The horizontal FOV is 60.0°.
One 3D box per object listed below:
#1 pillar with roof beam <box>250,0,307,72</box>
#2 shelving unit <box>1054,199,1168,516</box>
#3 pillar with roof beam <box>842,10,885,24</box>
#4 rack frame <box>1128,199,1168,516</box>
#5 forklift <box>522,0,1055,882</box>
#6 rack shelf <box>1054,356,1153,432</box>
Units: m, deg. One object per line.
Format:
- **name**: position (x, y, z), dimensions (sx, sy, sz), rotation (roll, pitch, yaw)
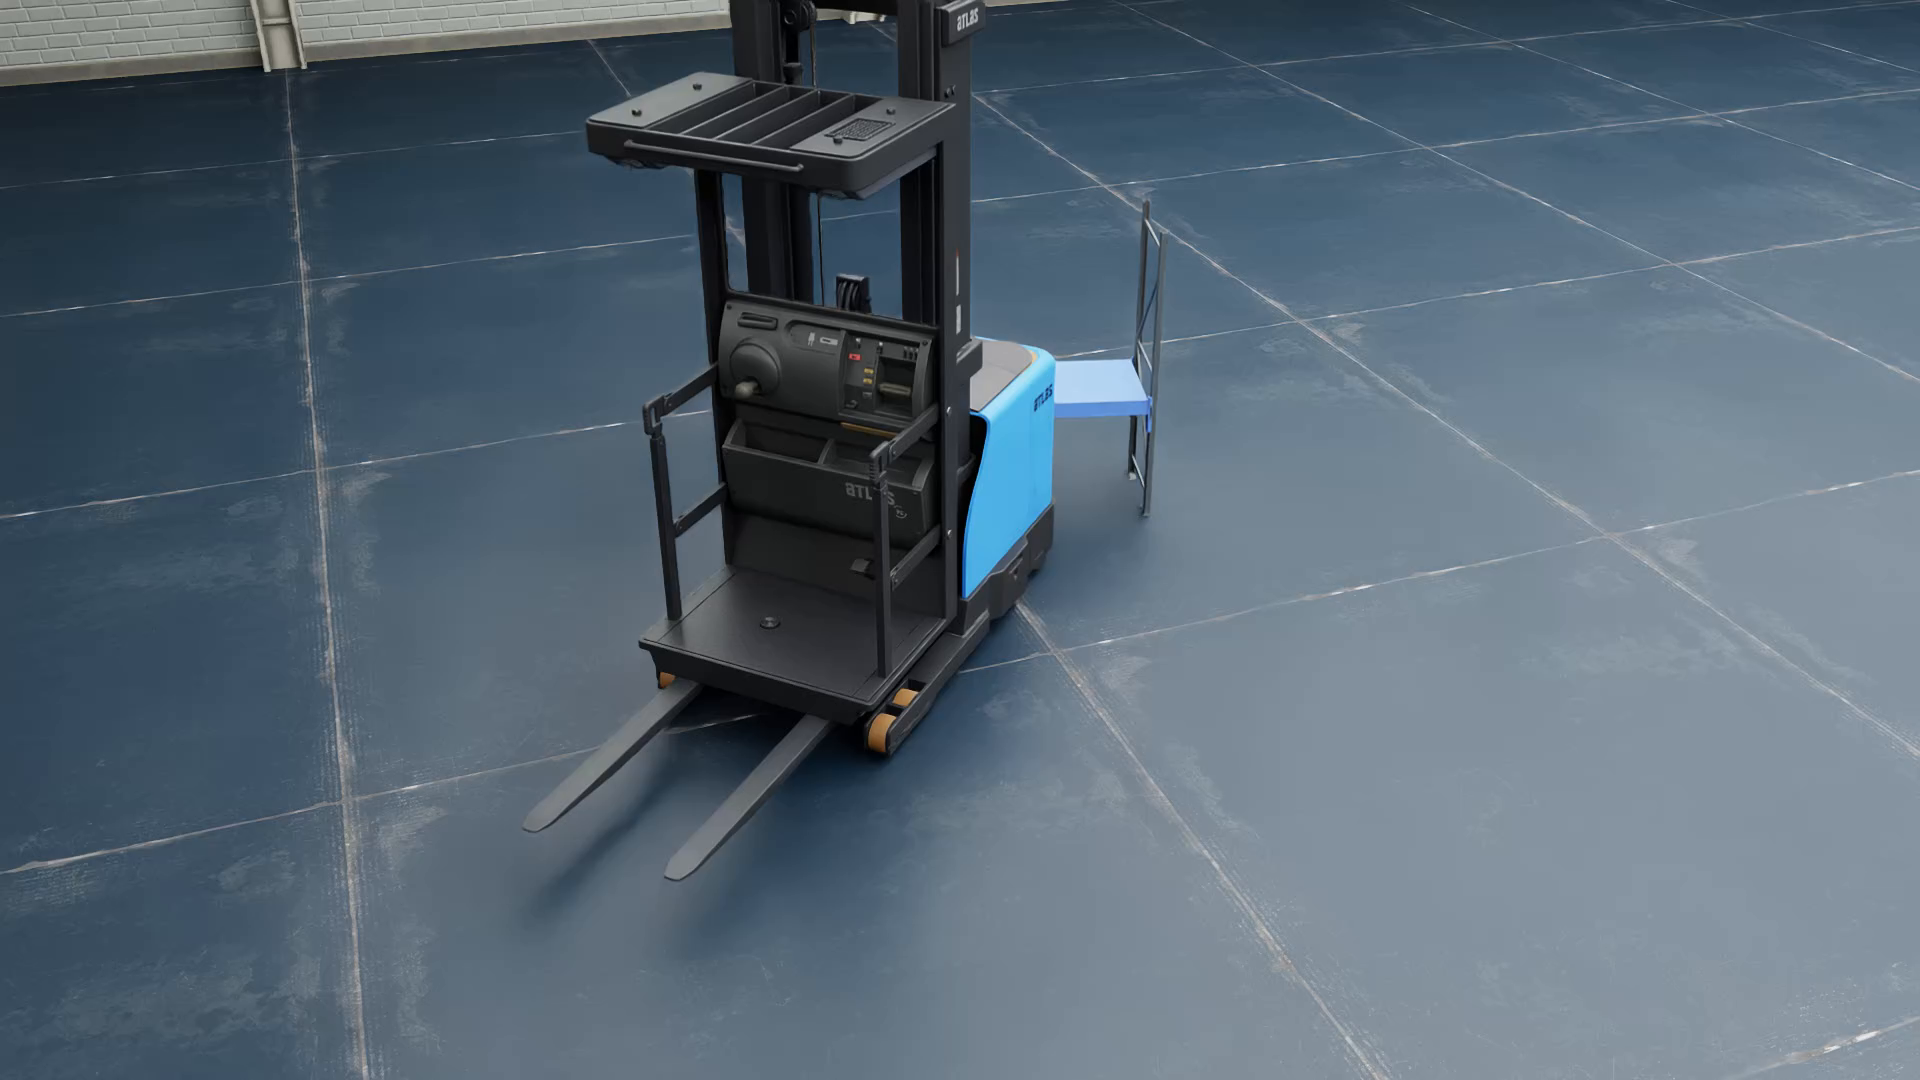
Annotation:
- **pillar with roof beam**: position (-5.189, -6.609, 10.761), dimensions (0.400, 9.000, 9.100), rotation (-10, 31, -18)
- **shelving unit**: position (0.425, -0.877, 8.274), dimensions (1.048, 1.500, 0.538), rotation (-2, 30, -4)
- **pillar with roof beam**: position (0.435, -7.645, 12.578), dimensions (0.400, 9.000, 9.100), rotation (-10, 31, -18)
- **rack frame**: position (0.932, -0.897, 8.309), dimensions (0.032, 1.500, 0.500), rotation (-2, 30, -4)
- **forklift**: position (-0.632, -0.652, 6.434), dimensions (1.130, 2.935, 3.031), rotation (13, 32, 22)
- **rack shelf**: position (0.425, -0.720, 8.363), dimensions (1.000, 0.185, 0.538), rotation (-2, 30, -4)
